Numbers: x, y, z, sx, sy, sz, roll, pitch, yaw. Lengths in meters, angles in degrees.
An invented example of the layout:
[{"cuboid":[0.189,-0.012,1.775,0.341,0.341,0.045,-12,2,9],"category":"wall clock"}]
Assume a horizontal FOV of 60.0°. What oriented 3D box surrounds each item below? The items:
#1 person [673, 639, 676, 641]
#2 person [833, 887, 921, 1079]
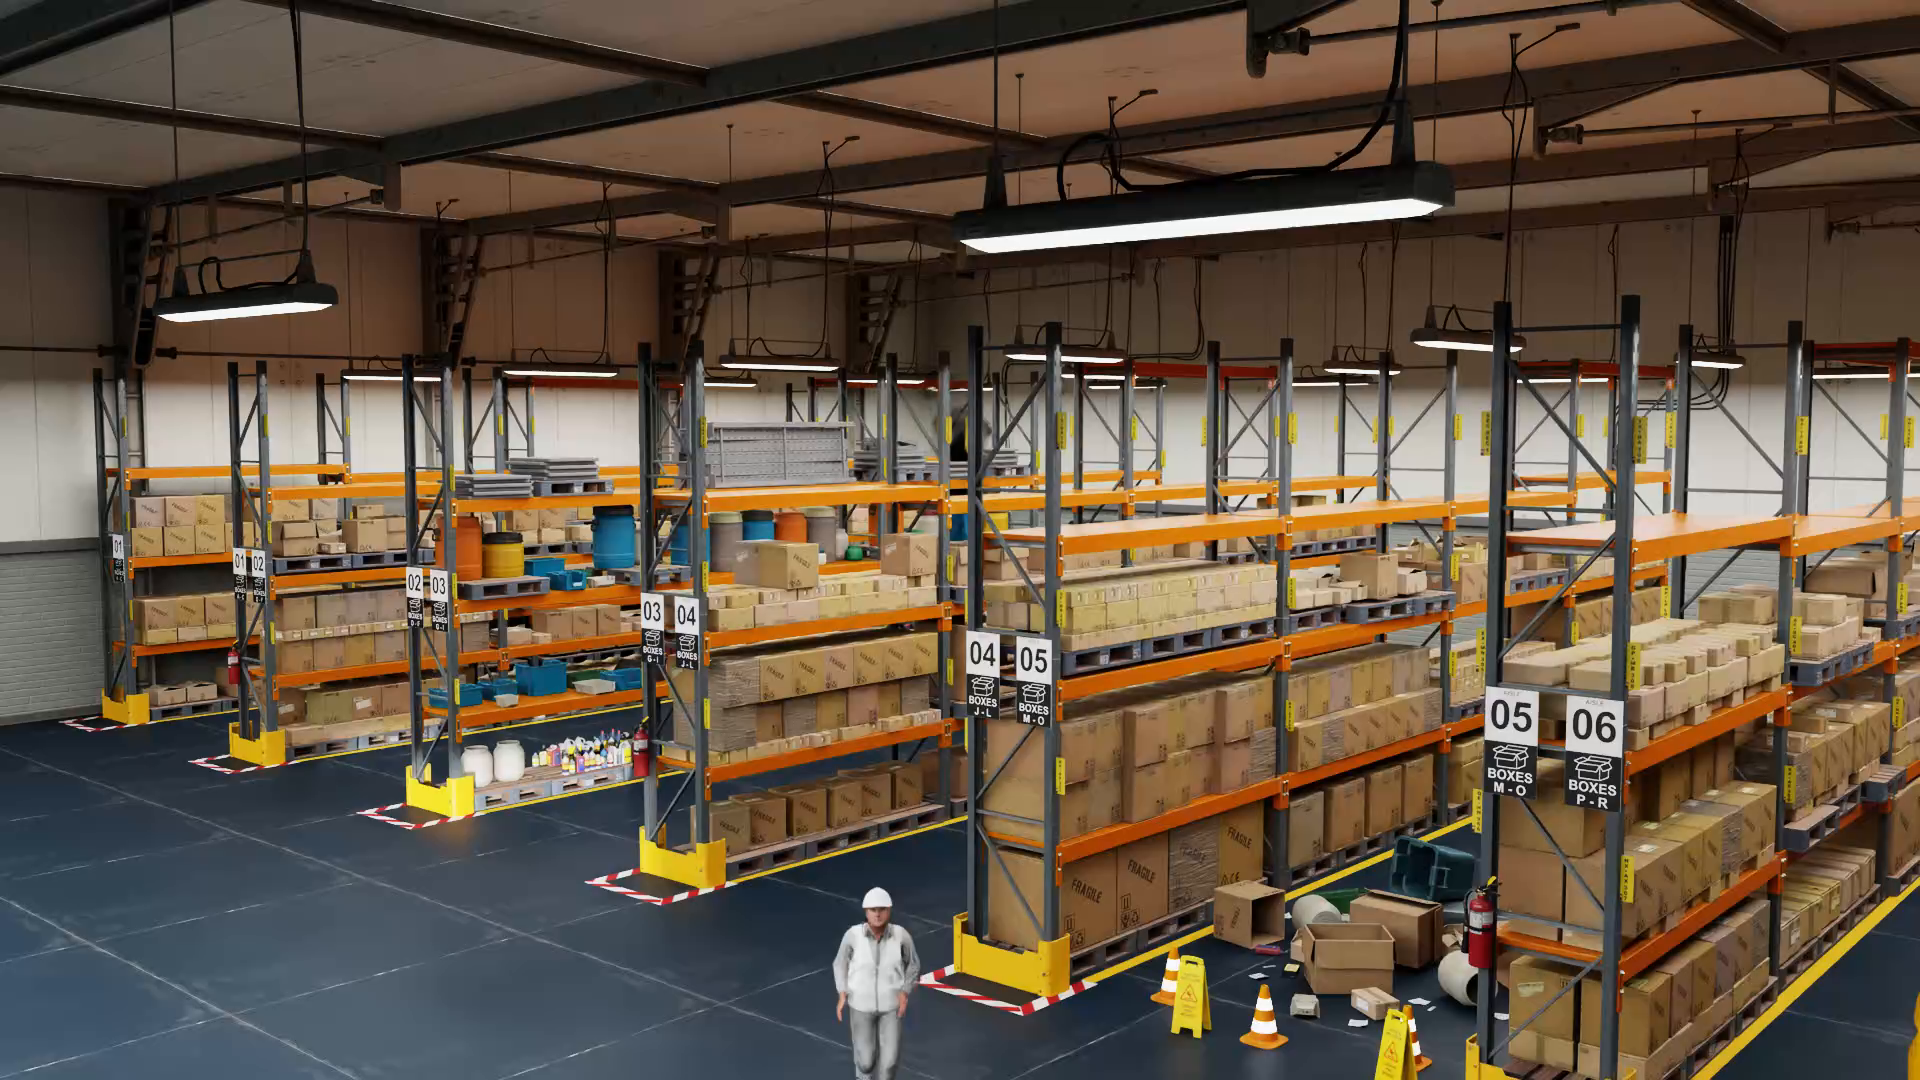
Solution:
[{"cuboid":[-5.732,1.804,34.524,0.550,1.629,0.565,2,5,25],"category":"person"},{"cuboid":[-0.615,3.406,12.321,0.648,1.724,0.616,0,4,-4],"category":"person"}]
